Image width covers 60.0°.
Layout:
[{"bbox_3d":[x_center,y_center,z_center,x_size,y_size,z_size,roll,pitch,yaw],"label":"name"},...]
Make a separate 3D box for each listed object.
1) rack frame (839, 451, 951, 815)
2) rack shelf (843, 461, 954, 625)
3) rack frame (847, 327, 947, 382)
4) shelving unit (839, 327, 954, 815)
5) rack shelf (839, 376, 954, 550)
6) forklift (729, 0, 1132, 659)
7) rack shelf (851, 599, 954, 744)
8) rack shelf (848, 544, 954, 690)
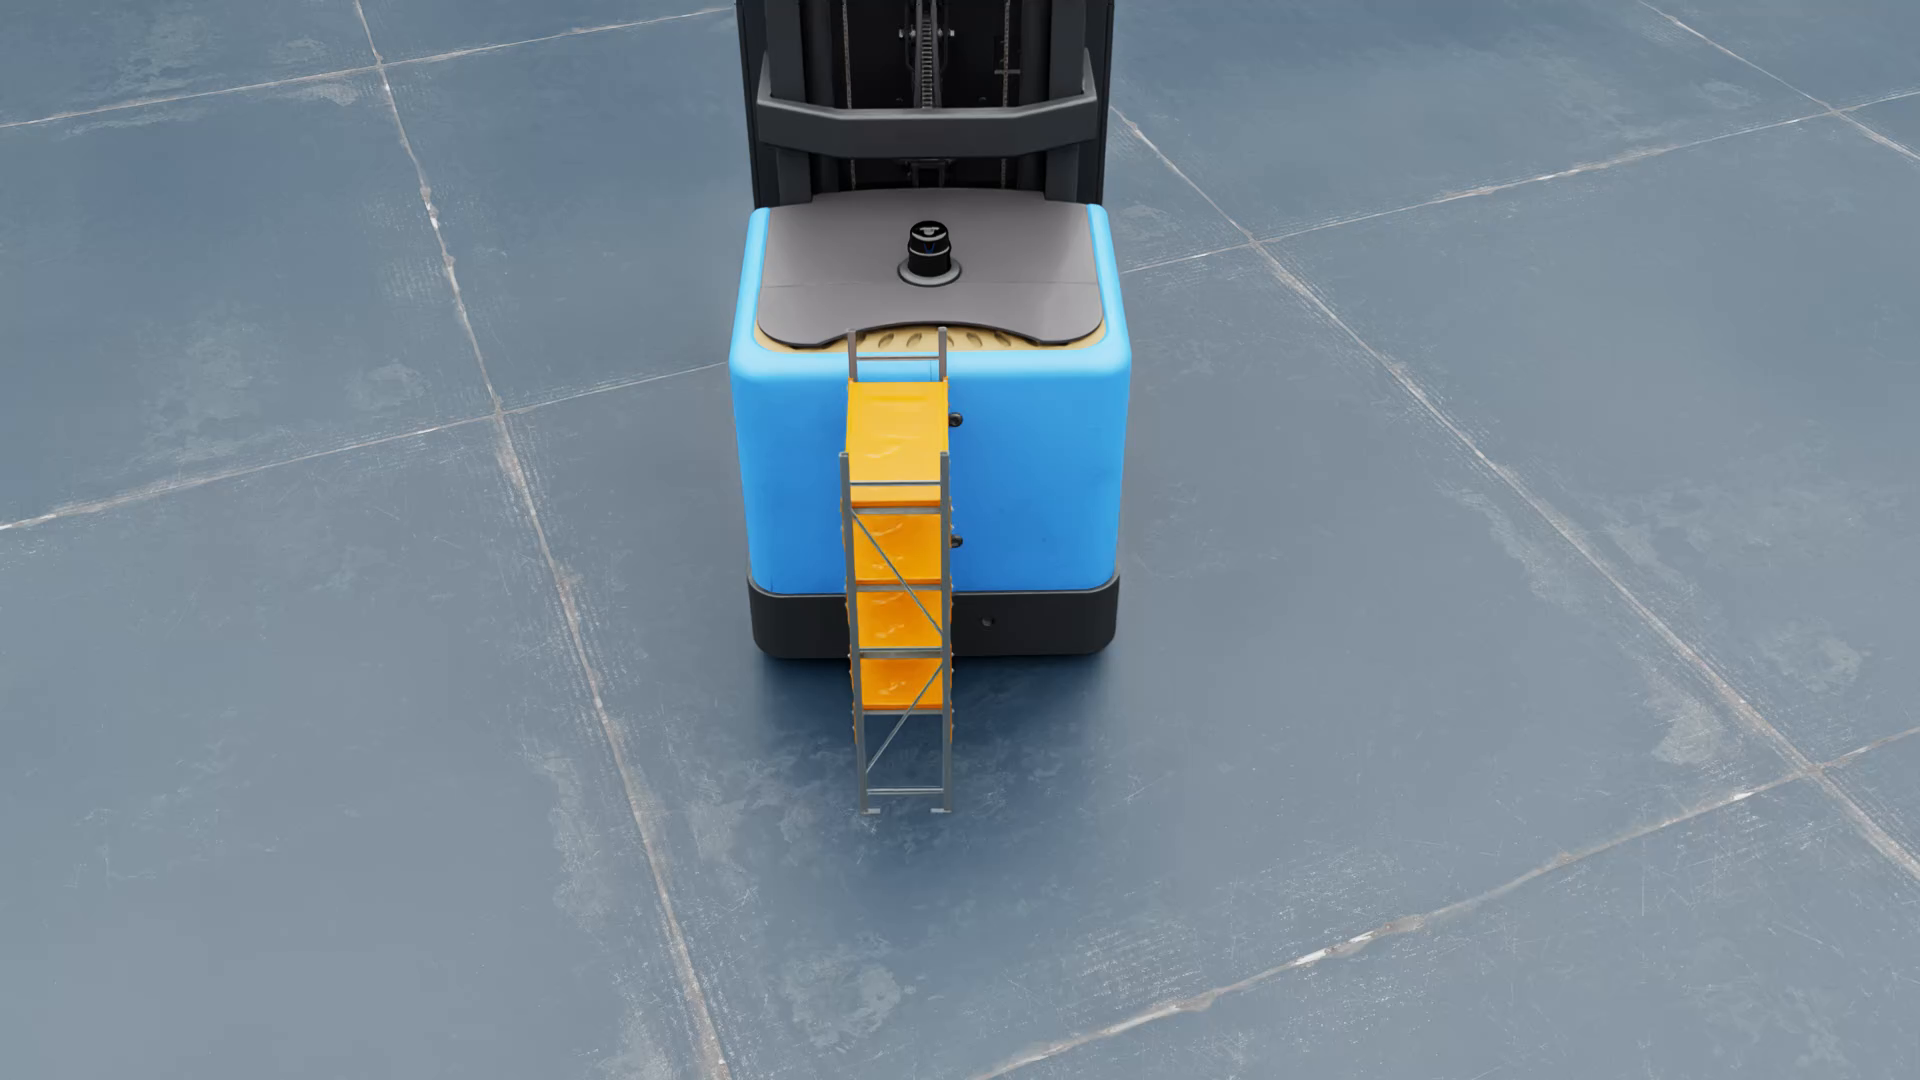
[{"bbox_3d":[-0.143,0.267,4.020,0.240,1.200,0.015,-1,41,-1],"label":"rack frame"},{"bbox_3d":[-0.148,-0.011,4.103,0.258,0.148,0.480,-1,41,-1],"label":"rack shelf"},{"bbox_3d":[-0.152,-0.051,4.389,0.240,1.200,0.015,-1,41,-1],"label":"rack frame"},{"bbox_3d":[-0.148,0.108,4.204,0.258,1.200,0.503,-1,41,-1],"label":"shelving unit"},{"bbox_3d":[-0.148,-0.190,3.948,0.258,0.148,0.480,-1,41,-1],"label":"rack shelf"},{"bbox_3d":[-0.104,-1.710,4.991,1.130,2.935,3.031,-1,41,-1],"label":"forklift"},{"bbox_3d":[-0.148,0.309,4.378,0.258,0.148,0.480,-1,41,-1],"label":"rack shelf"},{"bbox_3d":[-0.148,0.159,4.248,0.258,0.148,0.480,-1,41,-1],"label":"rack shelf"}]
